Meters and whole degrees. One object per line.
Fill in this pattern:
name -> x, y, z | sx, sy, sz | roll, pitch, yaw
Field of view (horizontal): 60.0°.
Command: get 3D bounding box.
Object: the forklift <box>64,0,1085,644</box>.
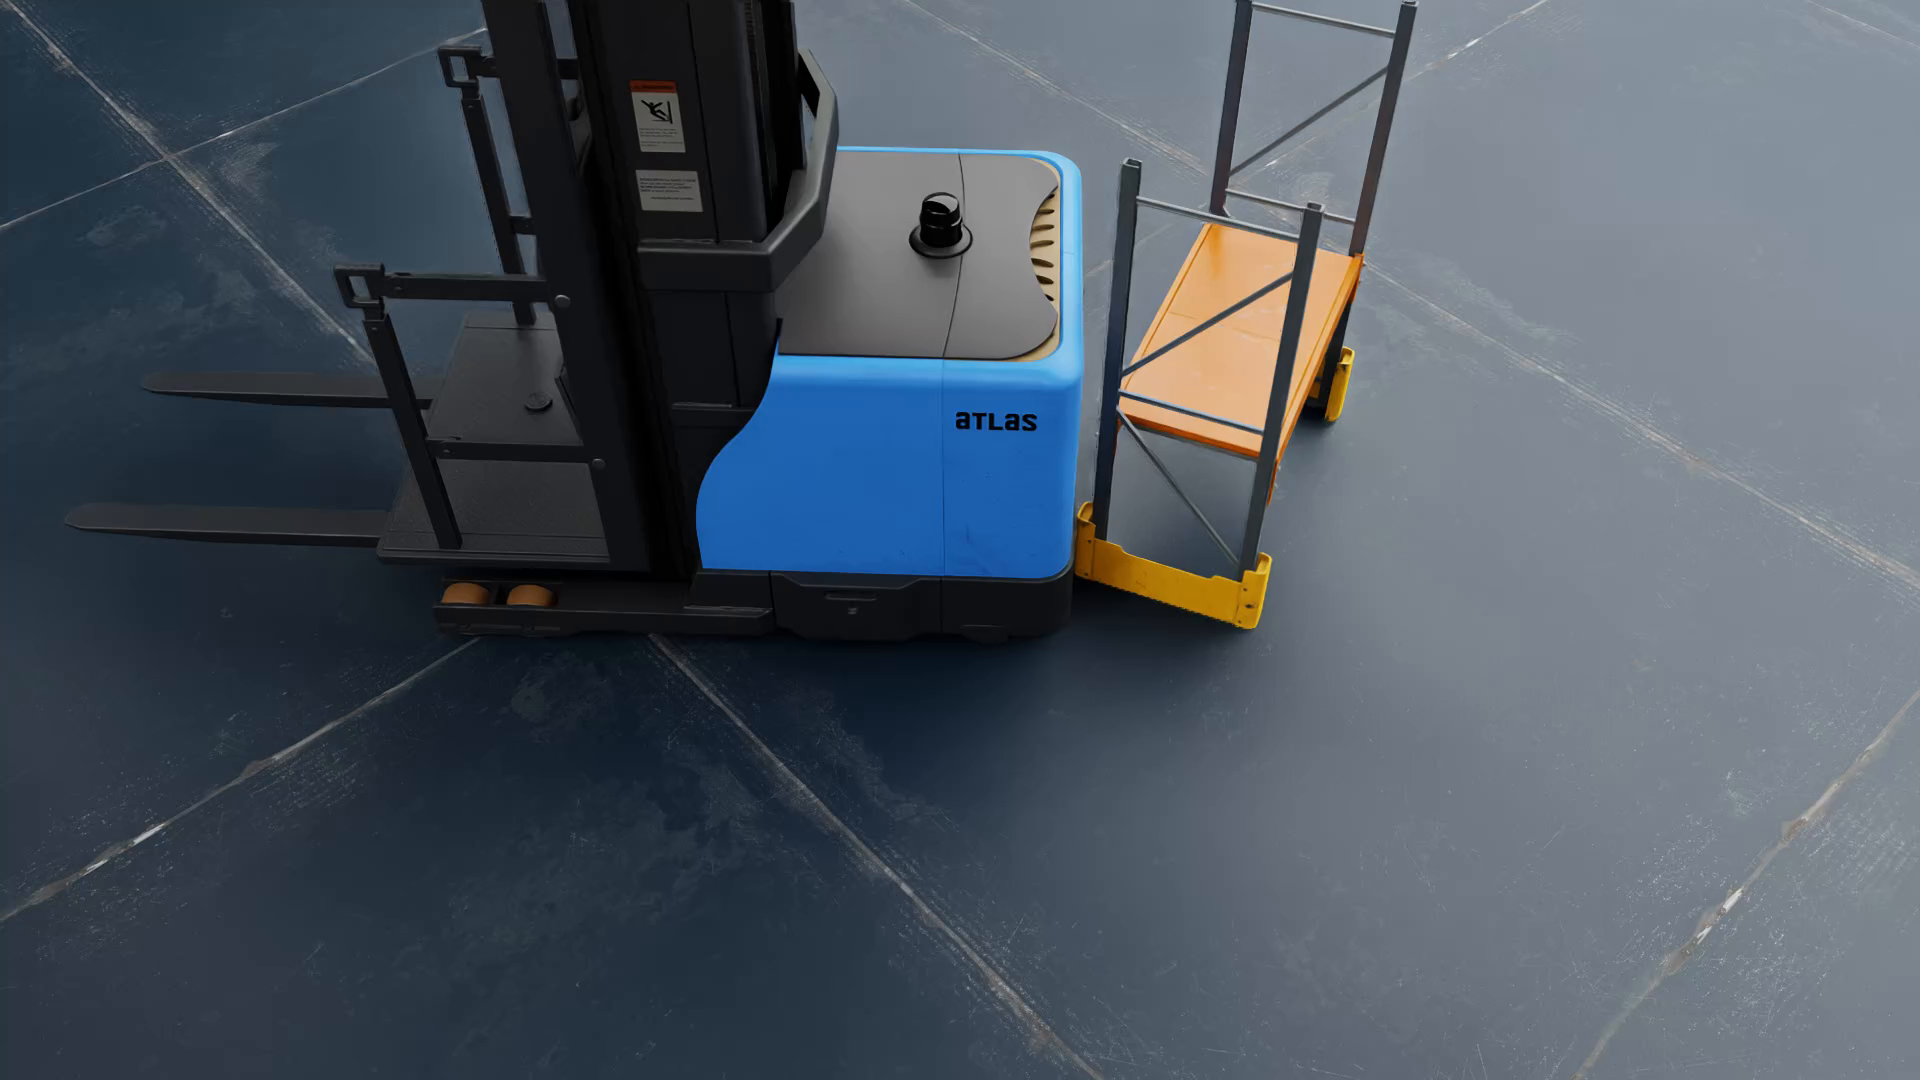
forklift -> -1.167, -1.091, 4.262 | 3.031, 2.935, 1.130 | 2, 47, 2

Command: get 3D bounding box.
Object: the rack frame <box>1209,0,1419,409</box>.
rack frame -> 1.028, -1.035, 5.184 | 0.500, 1.500, 0.032 | 17, 50, 15

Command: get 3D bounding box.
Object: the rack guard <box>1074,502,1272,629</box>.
rack guard -> 0.631, 0.076, 5.010 | 0.587, 0.250, 0.087 | 17, 50, 15

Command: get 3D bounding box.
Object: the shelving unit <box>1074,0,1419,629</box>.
shelving unit -> 0.826, -0.685, 4.861 | 0.587, 1.500, 1.083 | 17, 50, 15

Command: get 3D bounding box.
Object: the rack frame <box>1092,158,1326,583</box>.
rack frame -> 0.631, -0.347, 4.550 | 0.500, 1.500, 0.032 | 17, 50, 15

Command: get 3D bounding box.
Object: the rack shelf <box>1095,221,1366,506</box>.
rack shelf -> 0.830, -0.569, 4.999 | 0.538, 0.185, 1.000 | 17, 50, 15

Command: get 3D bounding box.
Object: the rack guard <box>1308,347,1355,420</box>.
rack guard -> 1.021, -0.598, 5.631 | 0.587, 0.250, 0.087 | 17, 50, 15
